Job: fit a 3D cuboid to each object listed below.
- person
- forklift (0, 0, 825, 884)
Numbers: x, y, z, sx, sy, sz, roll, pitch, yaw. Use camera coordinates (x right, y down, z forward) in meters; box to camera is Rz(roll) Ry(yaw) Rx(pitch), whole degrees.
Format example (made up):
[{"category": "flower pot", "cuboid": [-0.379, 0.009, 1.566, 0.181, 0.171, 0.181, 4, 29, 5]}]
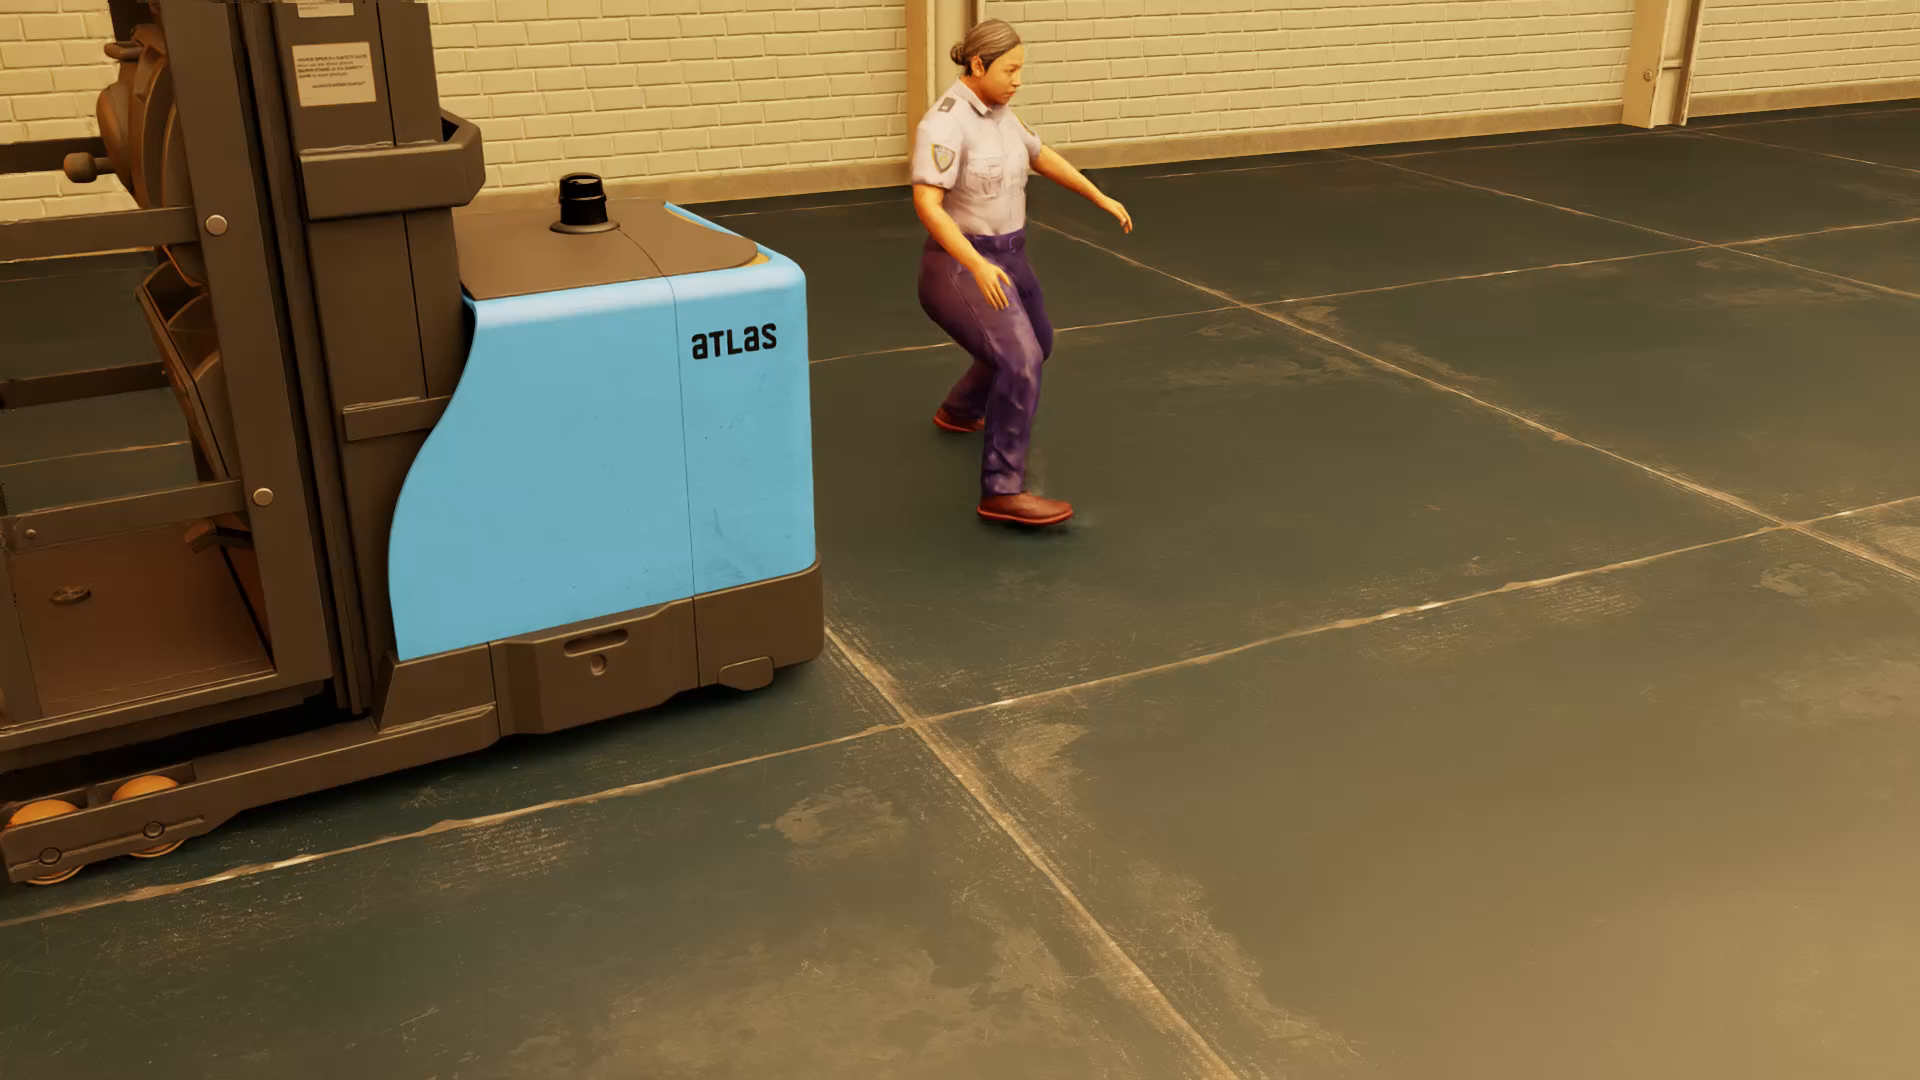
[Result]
[{"category": "person", "cuboid": [0.150, -0.886, 5.389, 0.869, 1.505, 0.966, 12, 26, 27]}, {"category": "forklift", "cuboid": [-1.880, -0.880, 3.405, 3.031, 2.935, 1.130, -13, 26, -28]}]
